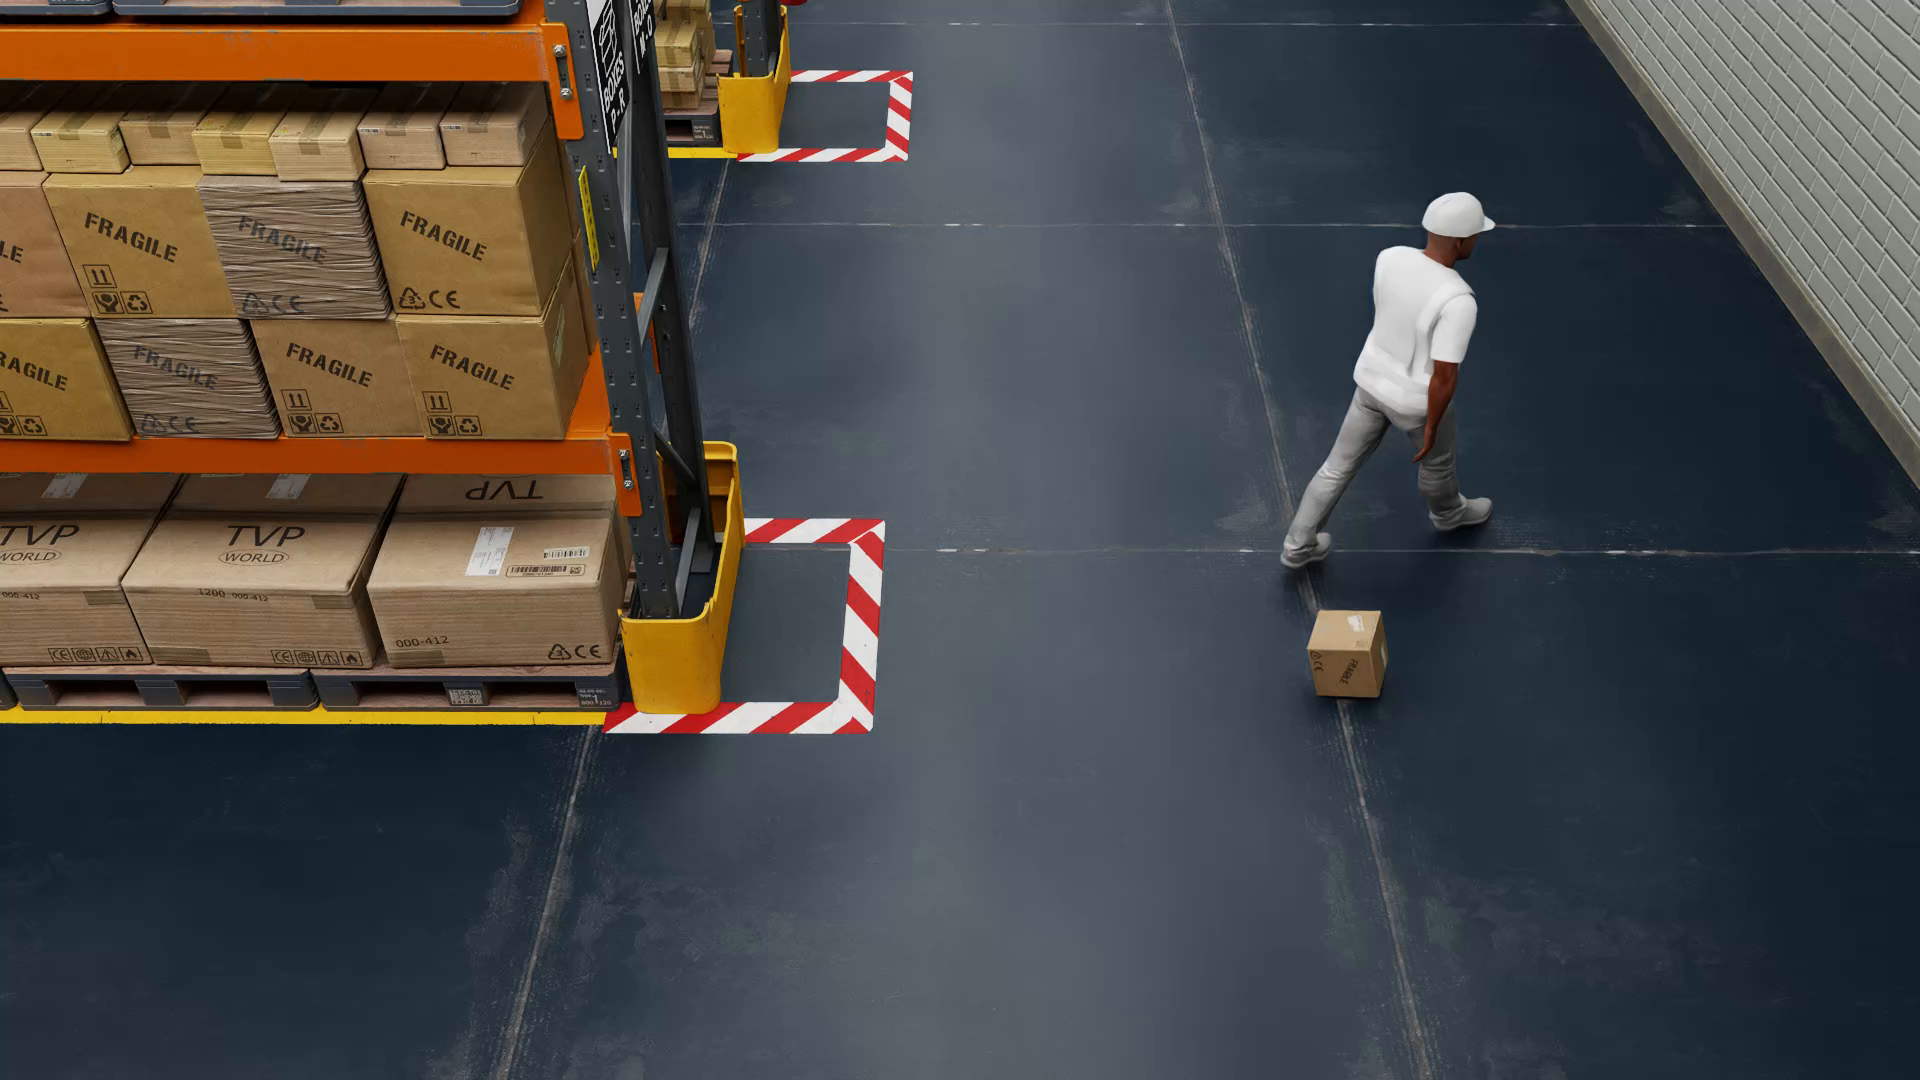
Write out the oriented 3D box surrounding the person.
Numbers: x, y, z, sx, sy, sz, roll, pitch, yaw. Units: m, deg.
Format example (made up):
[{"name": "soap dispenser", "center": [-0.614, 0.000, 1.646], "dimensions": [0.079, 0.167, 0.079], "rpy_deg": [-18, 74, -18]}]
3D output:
[{"name": "person", "center": [1.894, -0.666, 6.934], "dimensions": [1.102, 1.697, 0.587], "rpy_deg": [-24, 45, -26]}]
